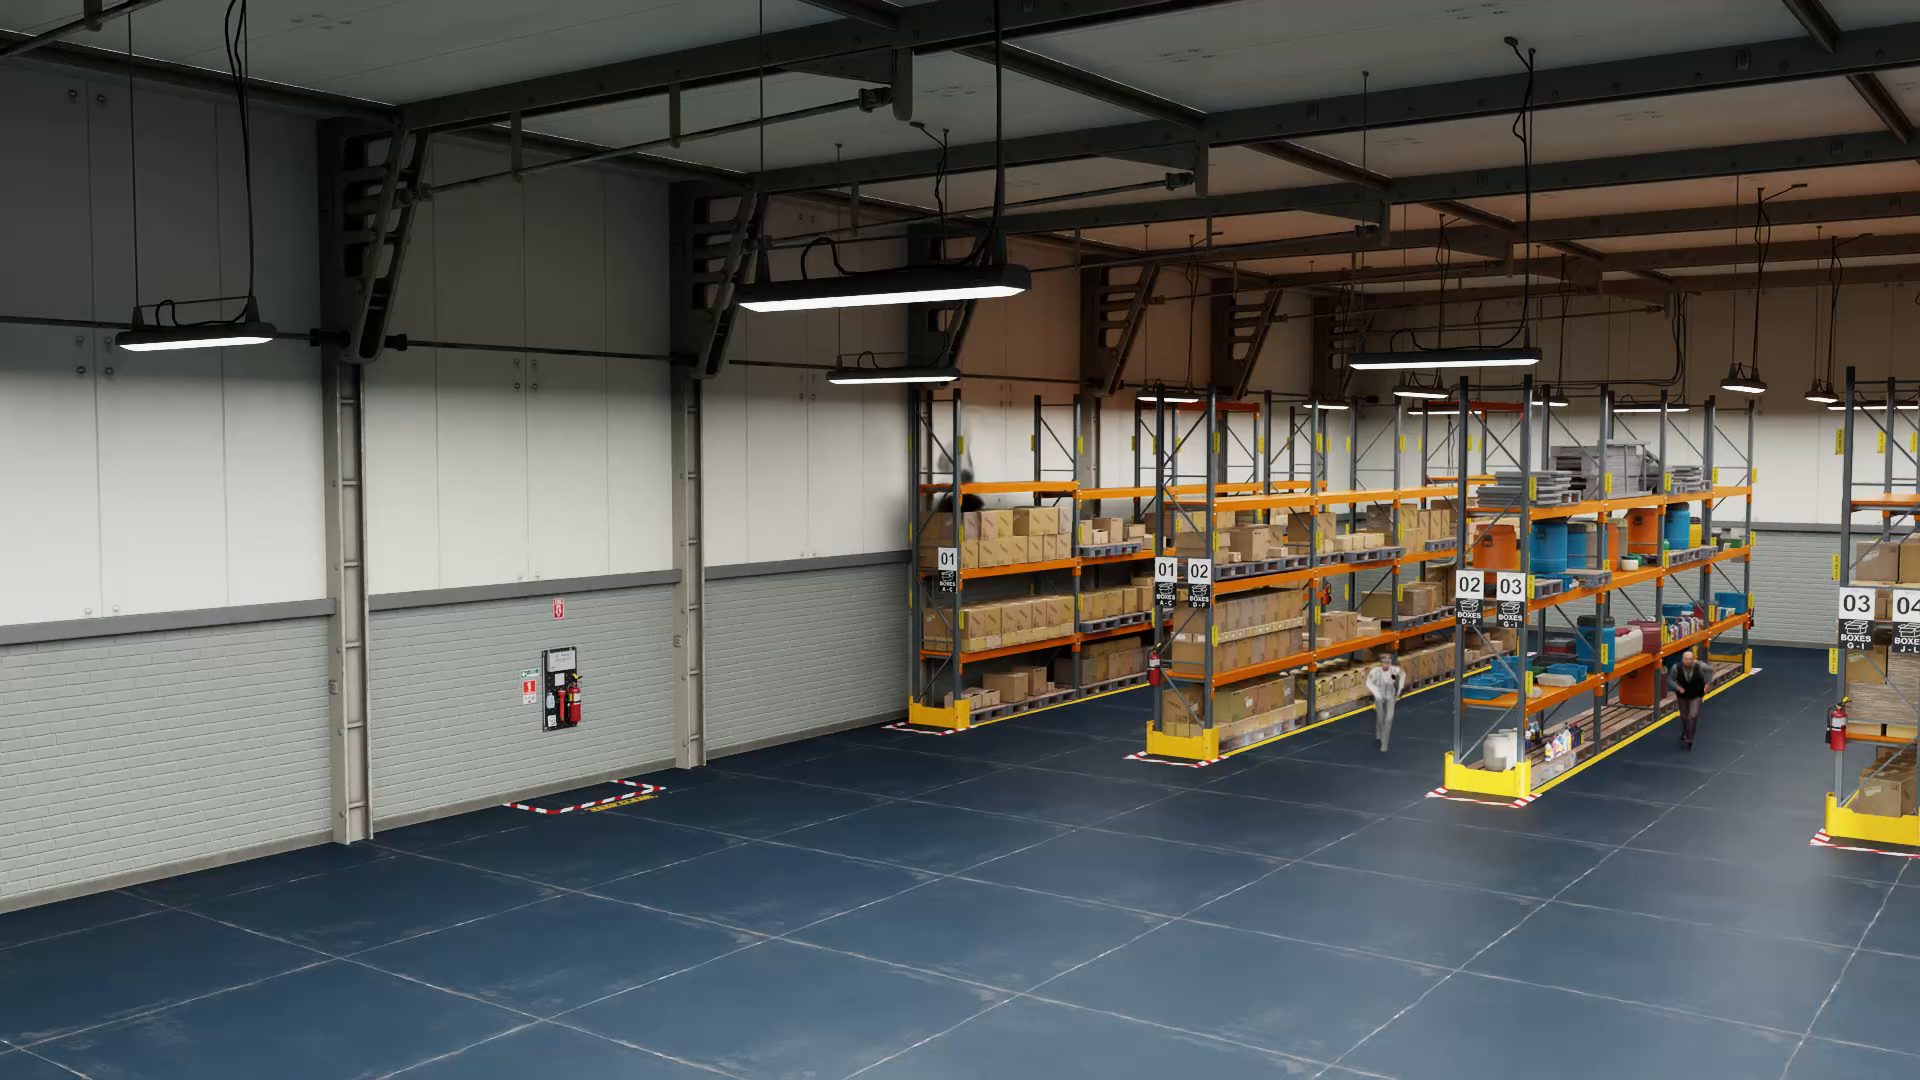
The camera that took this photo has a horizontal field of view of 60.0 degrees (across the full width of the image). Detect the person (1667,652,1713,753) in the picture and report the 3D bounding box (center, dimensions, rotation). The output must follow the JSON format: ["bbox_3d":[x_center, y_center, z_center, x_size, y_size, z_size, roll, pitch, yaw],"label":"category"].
[{"bbox_3d":[12.028,2.637,27.432,0.697,1.682,1.007,1,4,22],"label":"person"}]

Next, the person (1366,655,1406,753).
[{"bbox_3d":[7.020,2.657,27.497,0.646,1.630,0.959,0,3,5],"label":"person"}]
